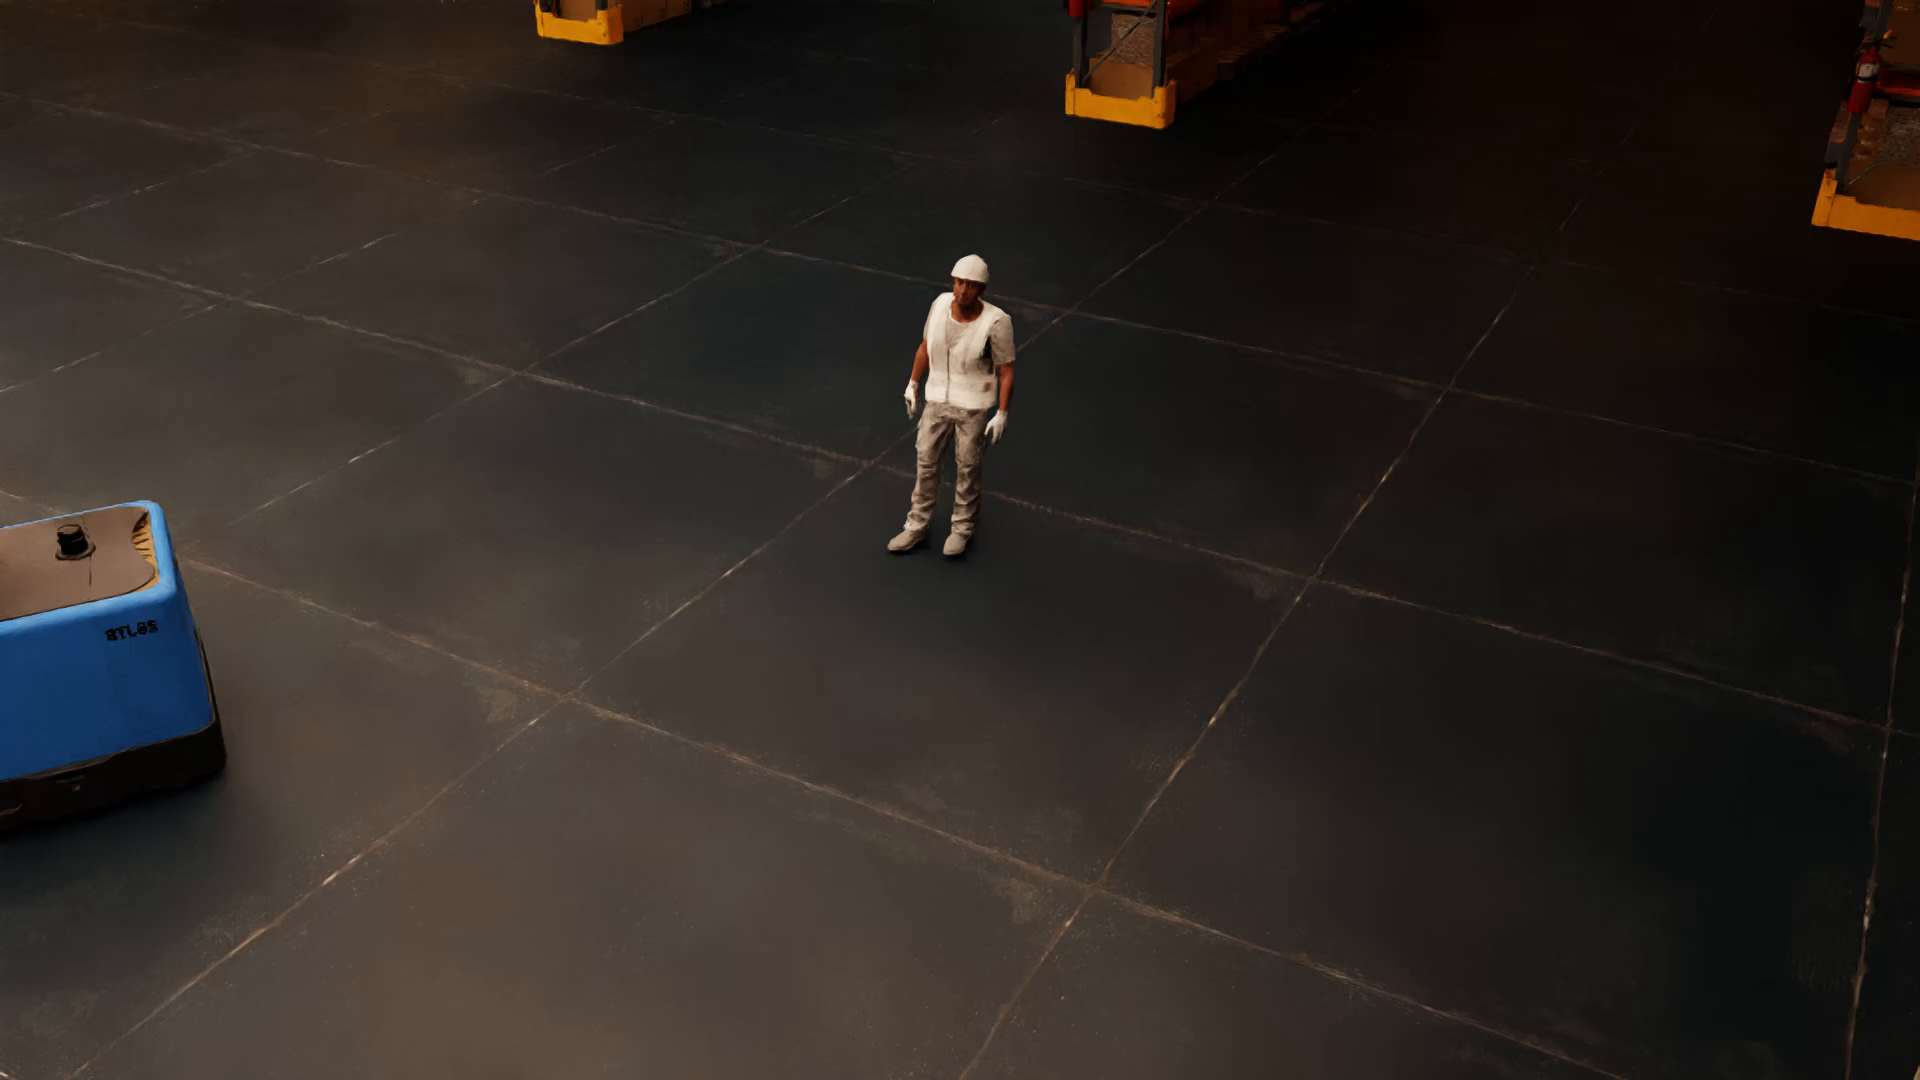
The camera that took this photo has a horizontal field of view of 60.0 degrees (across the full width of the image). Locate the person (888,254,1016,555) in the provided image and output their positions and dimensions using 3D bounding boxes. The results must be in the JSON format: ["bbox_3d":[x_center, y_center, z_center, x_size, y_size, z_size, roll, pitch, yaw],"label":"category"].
[{"bbox_3d":[-0.042,-0.749,9.502,0.655,1.782,0.576,15,33,25],"label":"person"}]

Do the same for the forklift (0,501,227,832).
[{"bbox_3d":[-5.090,-0.008,7.084,3.031,2.935,1.130,-14,33,-23],"label":"forklift"}]
